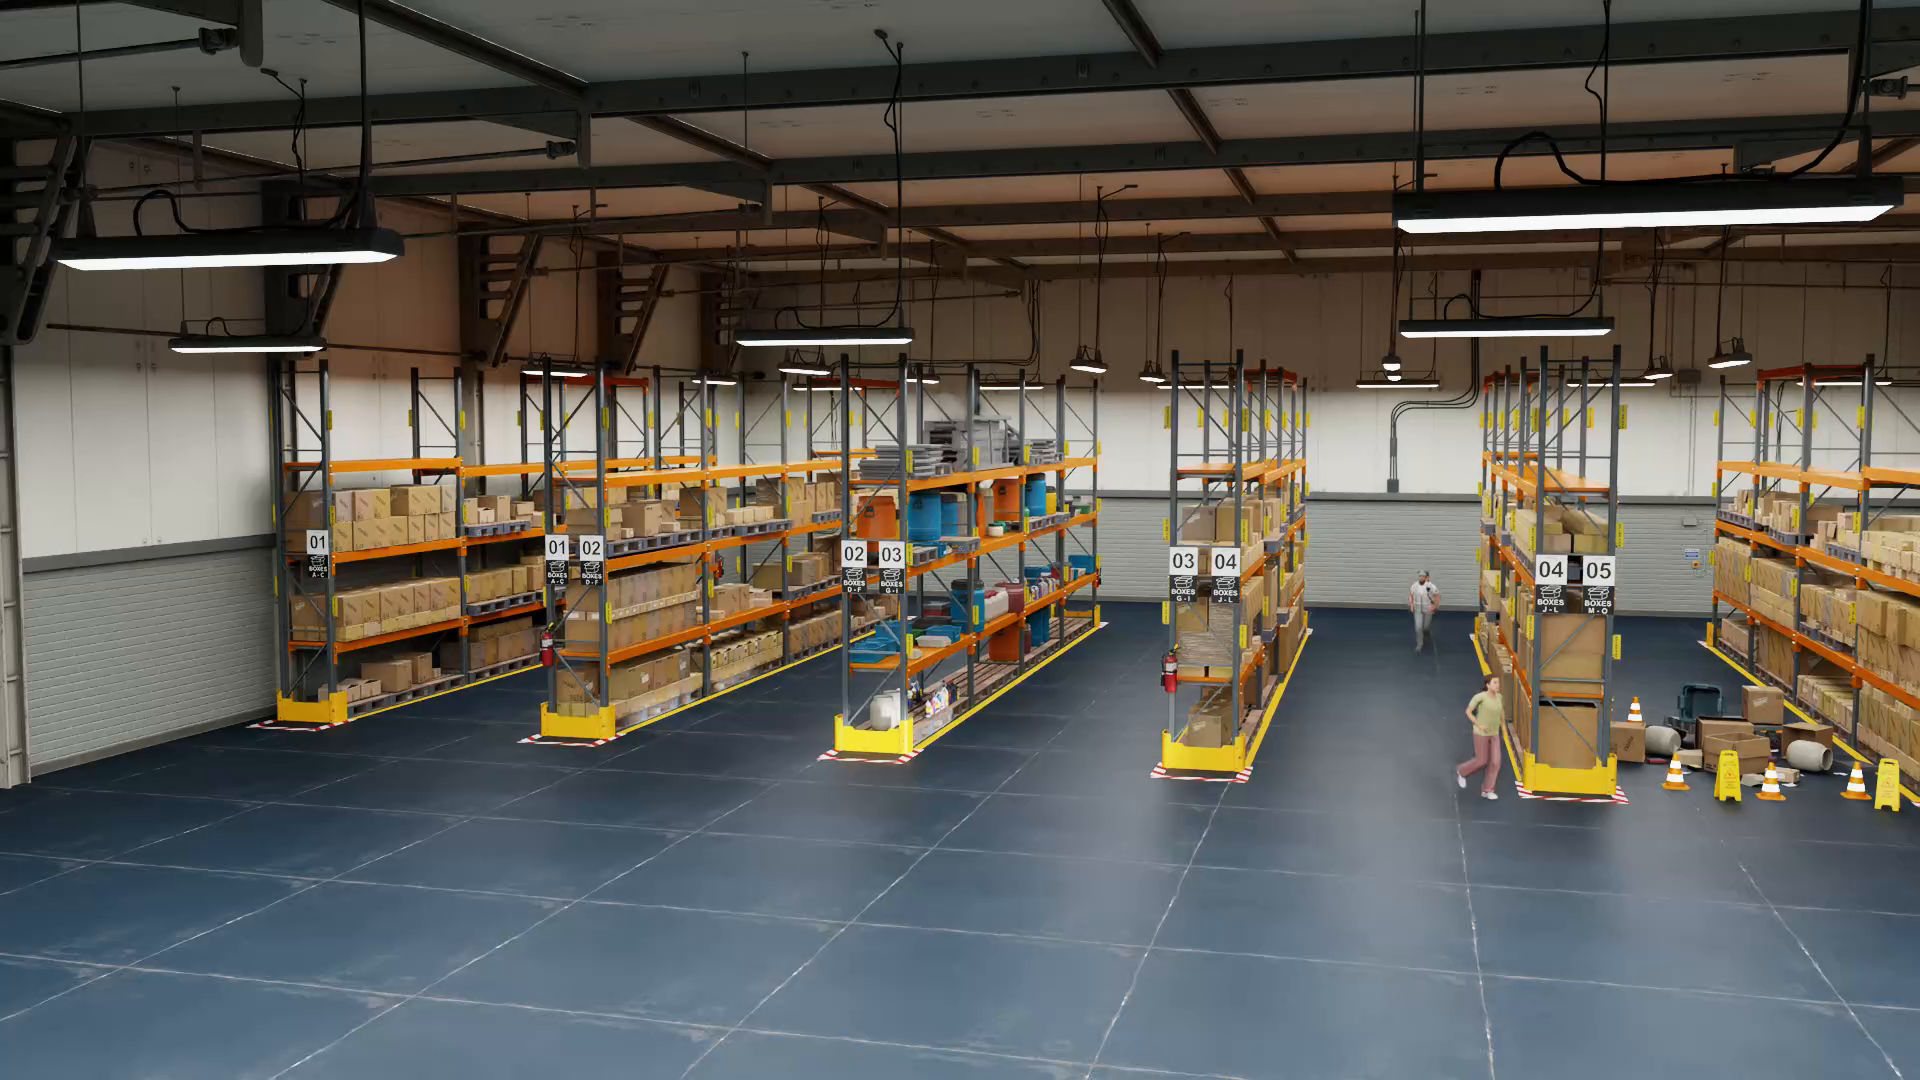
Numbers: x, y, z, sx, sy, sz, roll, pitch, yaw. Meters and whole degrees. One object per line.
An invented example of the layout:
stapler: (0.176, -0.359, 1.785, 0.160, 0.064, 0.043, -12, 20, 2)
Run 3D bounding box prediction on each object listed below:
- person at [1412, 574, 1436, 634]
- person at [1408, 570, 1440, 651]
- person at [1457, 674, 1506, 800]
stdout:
person: (10.502, 1.498, 37.658, 0.524, 1.587, 0.544, 1, 4, 12)
person: (10.159, 1.520, 36.411, 0.685, 1.772, 0.677, 2, 4, 23)
person: (7.016, 2.589, 22.205, 0.630, 1.649, 0.722, -2, 4, -22)
